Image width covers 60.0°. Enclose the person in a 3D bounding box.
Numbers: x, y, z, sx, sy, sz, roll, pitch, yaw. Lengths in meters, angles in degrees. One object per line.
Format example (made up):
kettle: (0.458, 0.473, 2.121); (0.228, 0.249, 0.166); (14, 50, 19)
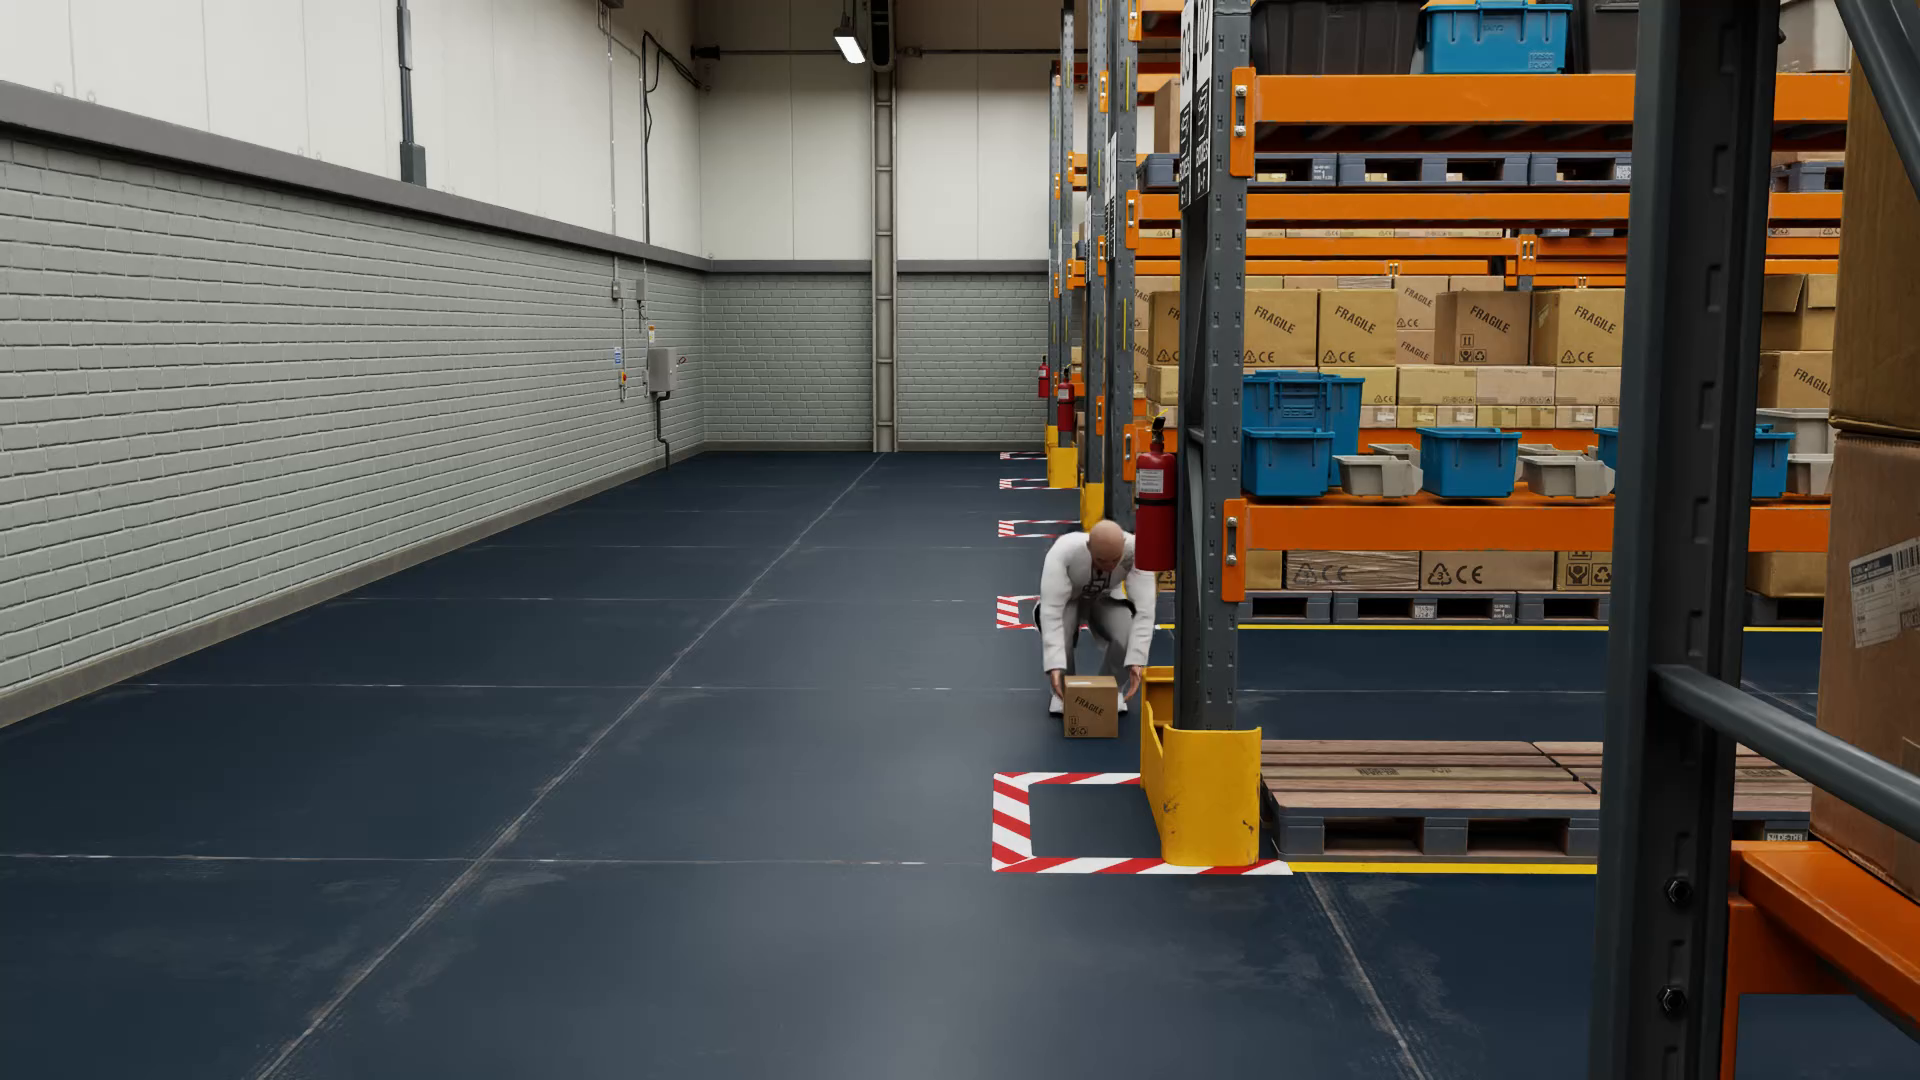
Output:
person: (0.669, 0.384, 8.380); (0.607, 1.004, 0.894); (0, 7, 1)
